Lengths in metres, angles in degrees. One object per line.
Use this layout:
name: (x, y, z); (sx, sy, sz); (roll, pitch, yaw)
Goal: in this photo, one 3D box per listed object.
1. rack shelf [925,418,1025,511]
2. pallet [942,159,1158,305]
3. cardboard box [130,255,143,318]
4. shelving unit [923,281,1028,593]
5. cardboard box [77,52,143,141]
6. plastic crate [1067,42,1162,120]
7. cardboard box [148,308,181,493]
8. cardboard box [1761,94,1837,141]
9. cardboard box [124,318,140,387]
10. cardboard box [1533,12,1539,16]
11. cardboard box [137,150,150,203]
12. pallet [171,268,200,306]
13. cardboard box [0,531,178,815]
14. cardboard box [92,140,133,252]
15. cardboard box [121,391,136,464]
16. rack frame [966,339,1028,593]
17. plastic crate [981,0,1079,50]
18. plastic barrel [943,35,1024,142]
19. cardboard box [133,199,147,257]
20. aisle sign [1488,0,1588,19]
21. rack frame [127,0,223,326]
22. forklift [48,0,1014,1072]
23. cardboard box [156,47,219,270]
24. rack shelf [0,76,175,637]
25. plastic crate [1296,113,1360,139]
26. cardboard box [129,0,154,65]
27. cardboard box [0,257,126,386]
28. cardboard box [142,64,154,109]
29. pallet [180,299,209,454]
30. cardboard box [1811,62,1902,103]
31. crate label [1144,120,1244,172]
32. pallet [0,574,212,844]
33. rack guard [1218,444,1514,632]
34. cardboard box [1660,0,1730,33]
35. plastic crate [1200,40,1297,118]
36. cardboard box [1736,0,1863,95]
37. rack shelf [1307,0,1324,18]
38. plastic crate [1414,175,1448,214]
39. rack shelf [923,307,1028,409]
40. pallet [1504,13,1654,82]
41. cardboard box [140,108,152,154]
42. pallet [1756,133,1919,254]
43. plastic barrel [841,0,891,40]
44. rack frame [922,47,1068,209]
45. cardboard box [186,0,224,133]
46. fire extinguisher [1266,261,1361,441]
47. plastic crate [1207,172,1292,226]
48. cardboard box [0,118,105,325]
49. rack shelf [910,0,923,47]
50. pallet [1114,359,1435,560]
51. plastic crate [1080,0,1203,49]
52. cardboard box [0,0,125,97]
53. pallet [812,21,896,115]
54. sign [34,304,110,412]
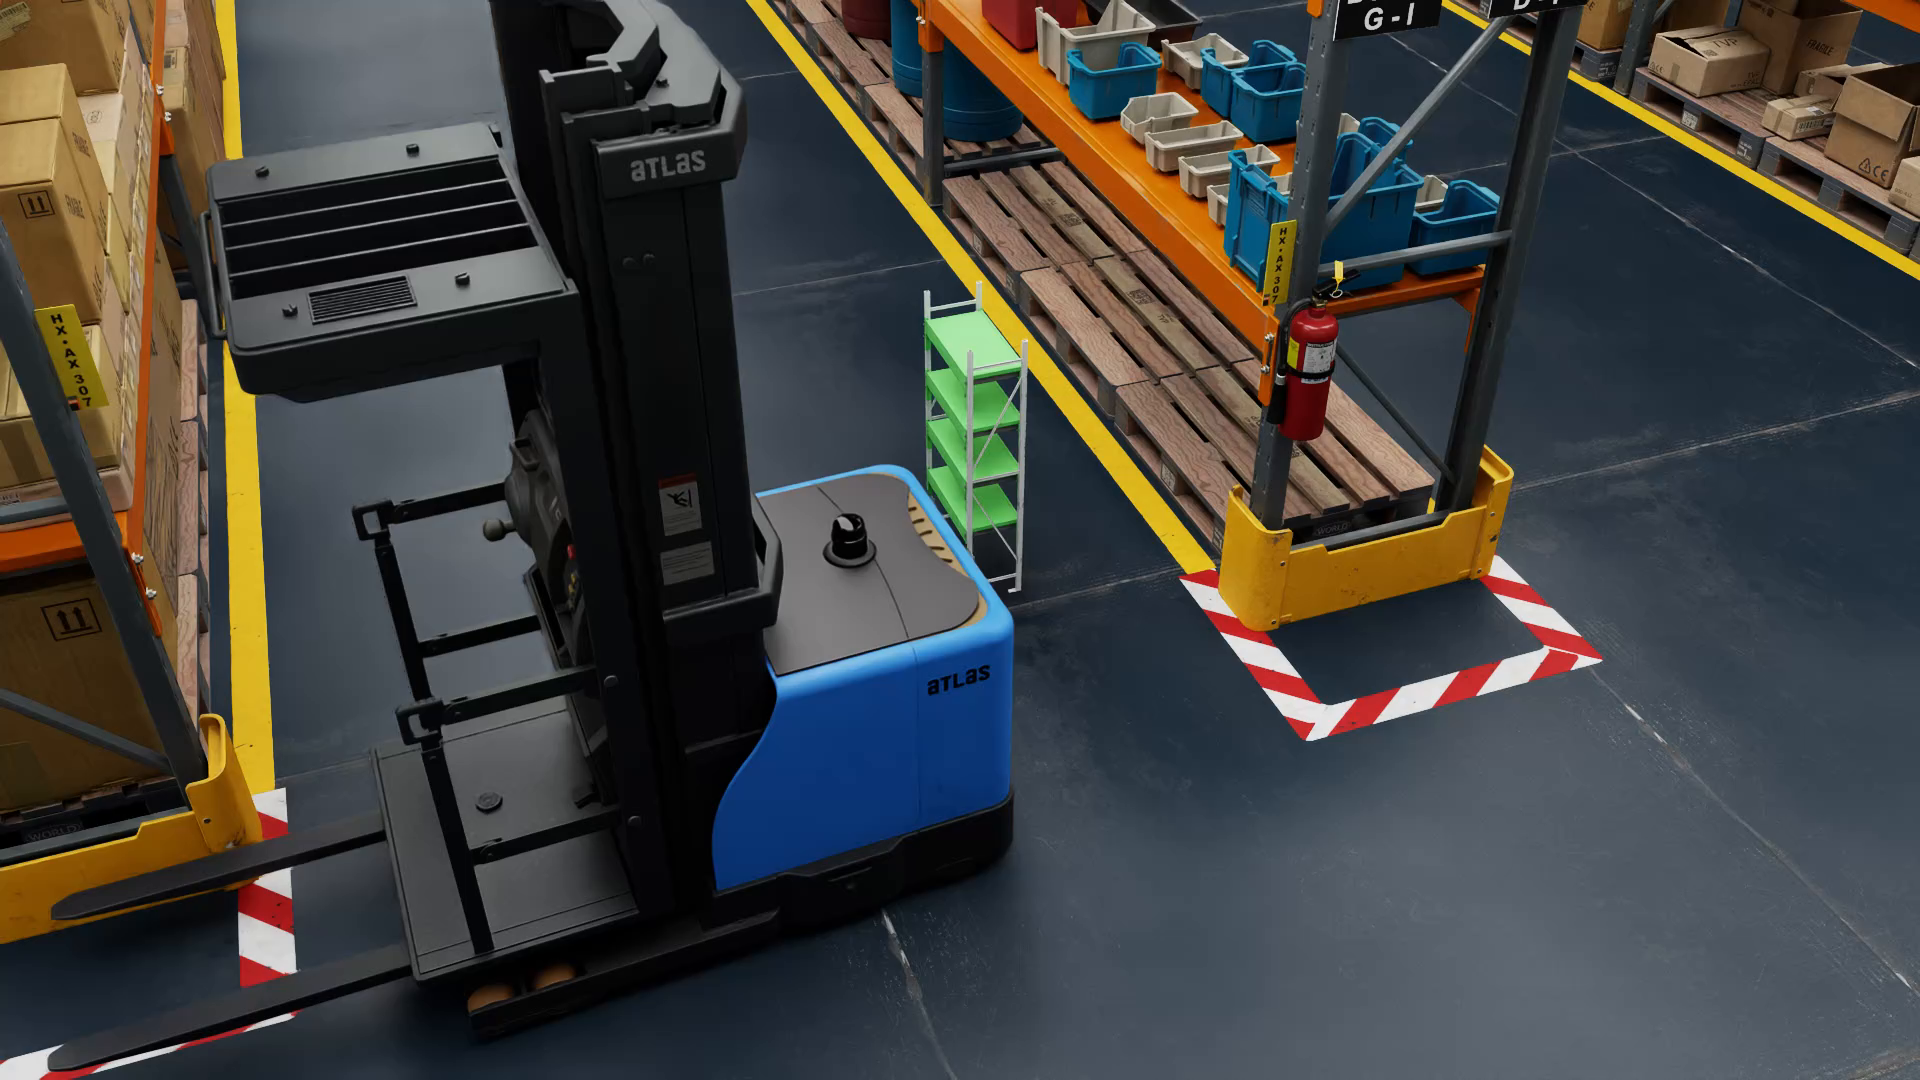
rack shelf: (0.057, -0.335, 6.803); (0.258, 0.148, 0.480); (-12, 39, -16)
pallet: (0.563, -1.781, 9.439); (1.003, 0.211, 1.213); (-12, 39, -16)
cardboard box: (-3.258, -0.911, 6.175); (0.380, 0.149, 0.250); (-13, 39, -16)
shelving unit: (0.057, -0.386, 6.765); (0.258, 1.200, 0.503); (-12, 39, -16)
cardboard box: (-3.799, -1.849, 7.088); (0.500, 0.250, 0.500); (-11, 38, -15)
plastic crate: (0.702, -2.106, 7.643); (0.416, 0.233, 0.300); (-12, 39, -16)
cardboard box: (-3.916, -0.698, 7.100); (0.875, 0.875, 0.875); (-12, 39, -16)
cardboard box: (5.174, -2.601, 10.199); (0.380, 0.166, 0.250); (-12, 39, -16)
cardboard box: (-3.082, -0.622, 5.791); (0.380, 0.149, 0.250); (-13, 39, -17)
cardboard box: (4.324, -4.003, 11.783); (0.500, 0.500, 0.500); (-12, 39, -16)
cardboard box: (-3.610, -1.490, 6.944); (0.380, 0.149, 0.250); (-12, 39, -15)
pallet: (-4.714, -1.583, 9.176); (1.003, 0.211, 1.213); (-12, 39, -16)
cardboard box: (-3.296, 0.319, 5.750); (0.875, 0.875, 0.875); (-12, 39, -16)
cardboard box: (-3.452, -1.273, 6.325); (0.500, 0.250, 0.500); (-13, 39, -17)
cardboard box: (-2.903, -0.330, 5.404); (0.380, 0.149, 0.250); (-13, 39, -17)
rack frame: (0.141, -0.248, 6.582); (0.240, 1.200, 0.015); (-12, 39, -16)
plastic crate: (0.345, -2.795, 8.365); (0.402, 0.464, 0.583); (-12, 39, -16)
plastic barrel: (0.102, -2.942, 10.058); (0.600, 0.901, 0.708); (-12, 39, -16)
cardboard box: (-3.436, -1.202, 6.561); (0.380, 0.149, 0.250); (-12, 39, -15)
aisle sign: (1.953, -2.102, 5.386); (0.394, 0.787, 0.004); (-12, 39, -16)
rack frame: (-4.377, -2.277, 7.779); (1.000, 3.000, 0.127); (-12, 39, -16)
forklift: (-1.384, 0.012, 4.798); (3.031, 2.935, 1.130); (-14, 39, -18)
cardboard box: (-4.616, -1.953, 8.767); (1.225, 0.875, 0.875); (-12, 39, -16)
rack shelf: (-3.689, -0.859, 6.496); (1.077, 0.370, 4.000); (-12, 39, -16)
plastic crate: (1.608, -1.750, 7.250); (0.250, 0.136, 0.298); (-12, 39, -16)
cardboard box: (-4.301, -2.628, 8.163); (0.500, 0.500, 0.500); (-12, 39, -16)
cardboard box: (-3.098, -0.695, 5.557); (0.500, 0.250, 0.500); (-13, 39, -16)
cardboard box: (-3.965, -2.072, 7.716); (0.380, 0.149, 0.250); (-12, 39, -16)
pallet: (-4.189, -0.717, 8.026); (1.003, 0.211, 1.213); (-12, 39, -16)
cardboard box: (5.646, -2.740, 10.264); (0.500, 0.311, 0.500); (-12, 39, -16)
crate label: (0.994, -1.703, 7.187); (0.396, 0.136, 0.243); (-12, 39, -16)
pallet: (-3.349, 0.661, 6.196); (1.003, 0.211, 1.213); (-12, 39, -16)
rack guard: (1.670, -0.033, 6.878); (1.175, 0.500, 0.348); (-12, 39, -16)
cardboard box: (4.988, -3.826, 11.549); (0.500, 0.500, 0.500); (-14, 39, -18)
plastic crate: (1.317, -2.120, 7.661); (0.416, 0.233, 0.300); (-12, 39, -16)
cardboard box: (5.388, -3.240, 10.770); (0.500, 0.500, 0.500); (-12, 39, -16)
rack shelf: (0.961, -3.083, 6.955); (1.077, 0.370, 4.000); (-12, 39, -16)
plastic crate: (1.841, -1.367, 6.741); (0.250, 0.136, 0.298); (-12, 39, -16)
rack shelf: (0.057, -0.718, 6.515); (0.258, 0.148, 0.480); (-12, 39, -16)
pallet: (4.610, -3.663, 11.938); (1.003, 0.211, 1.213); (-12, 39, -16)
cardboard box: (-3.788, -1.781, 7.331); (0.380, 0.149, 0.250); (-13, 39, -17)
pallet: (5.584, -2.133, 9.907); (1.003, 0.211, 1.213); (-12, 39, -16)
plastic barrel: (-0.530, -3.855, 11.530); (0.600, 0.588, 0.708); (-12, 39, -16)
rack frame: (0.273, -3.302, 9.141); (1.000, 3.000, 0.127); (-12, 39, -16)
cardboard box: (-5.236, -2.956, 10.098); (1.225, 0.875, 0.875); (-12, 39, -16)
fire extinguisher: (1.275, -0.683, 6.038); (0.296, 0.674, 0.183); (-12, 39, -16)
plastic crate: (1.199, -1.384, 6.764); (0.396, 0.136, 0.243); (-12, 39, -16)
cardboard box: (-3.085, -0.985, 5.318); (0.500, 0.500, 0.500); (-13, 39, -17)
rack shelf: (-0.415, -4.144, 10.857); (1.077, 0.370, 4.000); (-12, 39, -16)
pallet: (1.402, -0.402, 7.609); (1.003, 0.211, 1.213); (-12, 39, -16)
plastic crate: (0.911, -2.639, 8.440); (0.437, 0.125, 0.590); (-12, 39, -16)
cardboard box: (-3.800, -2.147, 6.861); (0.500, 0.500, 0.500); (-12, 39, -15)
pallet: (-0.377, -3.323, 11.486); (1.003, 0.211, 1.213); (-12, 39, -16)
sign: (-2.478, -0.506, 4.643); (0.100, 0.325, 0.005); (-12, 39, -16)
